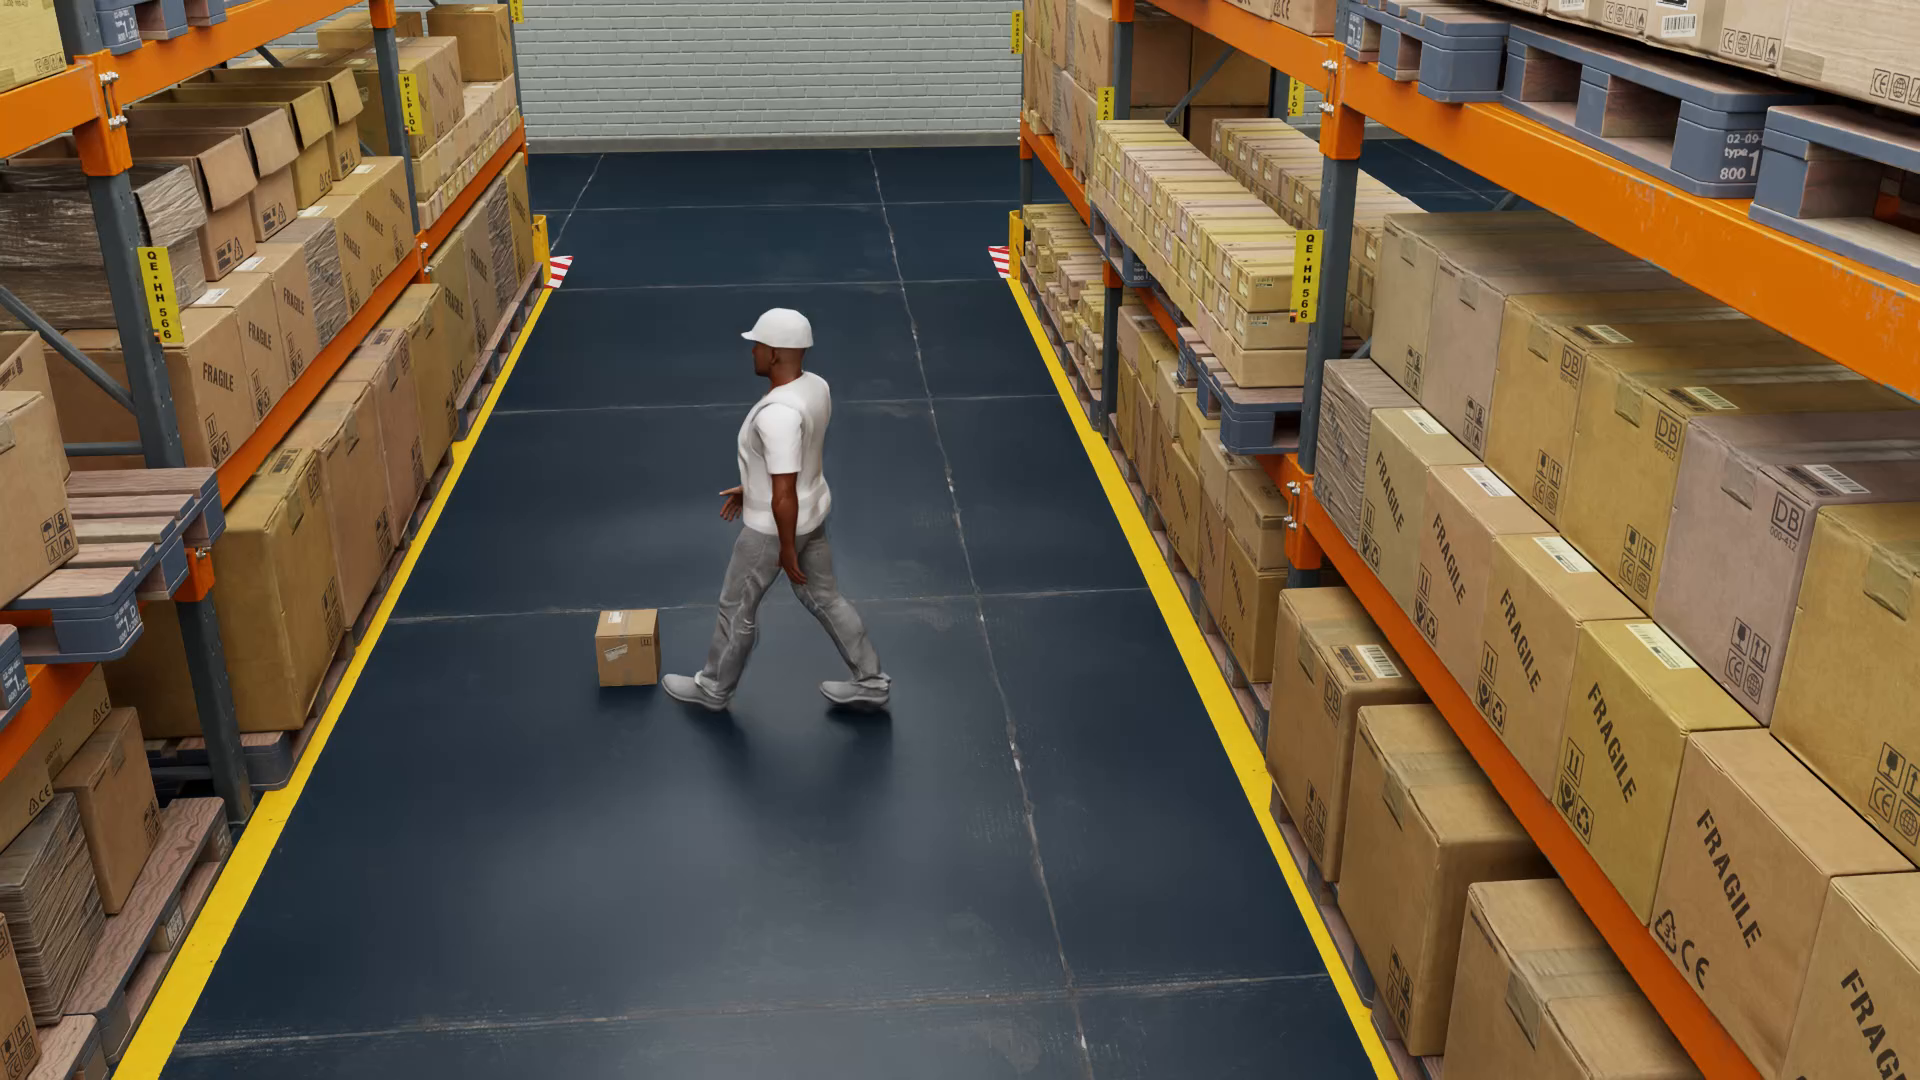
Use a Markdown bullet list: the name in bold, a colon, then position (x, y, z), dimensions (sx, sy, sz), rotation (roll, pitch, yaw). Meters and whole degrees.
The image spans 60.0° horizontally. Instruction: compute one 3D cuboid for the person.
- **person**: position (-0.772, -0.104, 6.831), dimensions (0.980, 1.725, 0.585), rotation (6, 24, 14)
